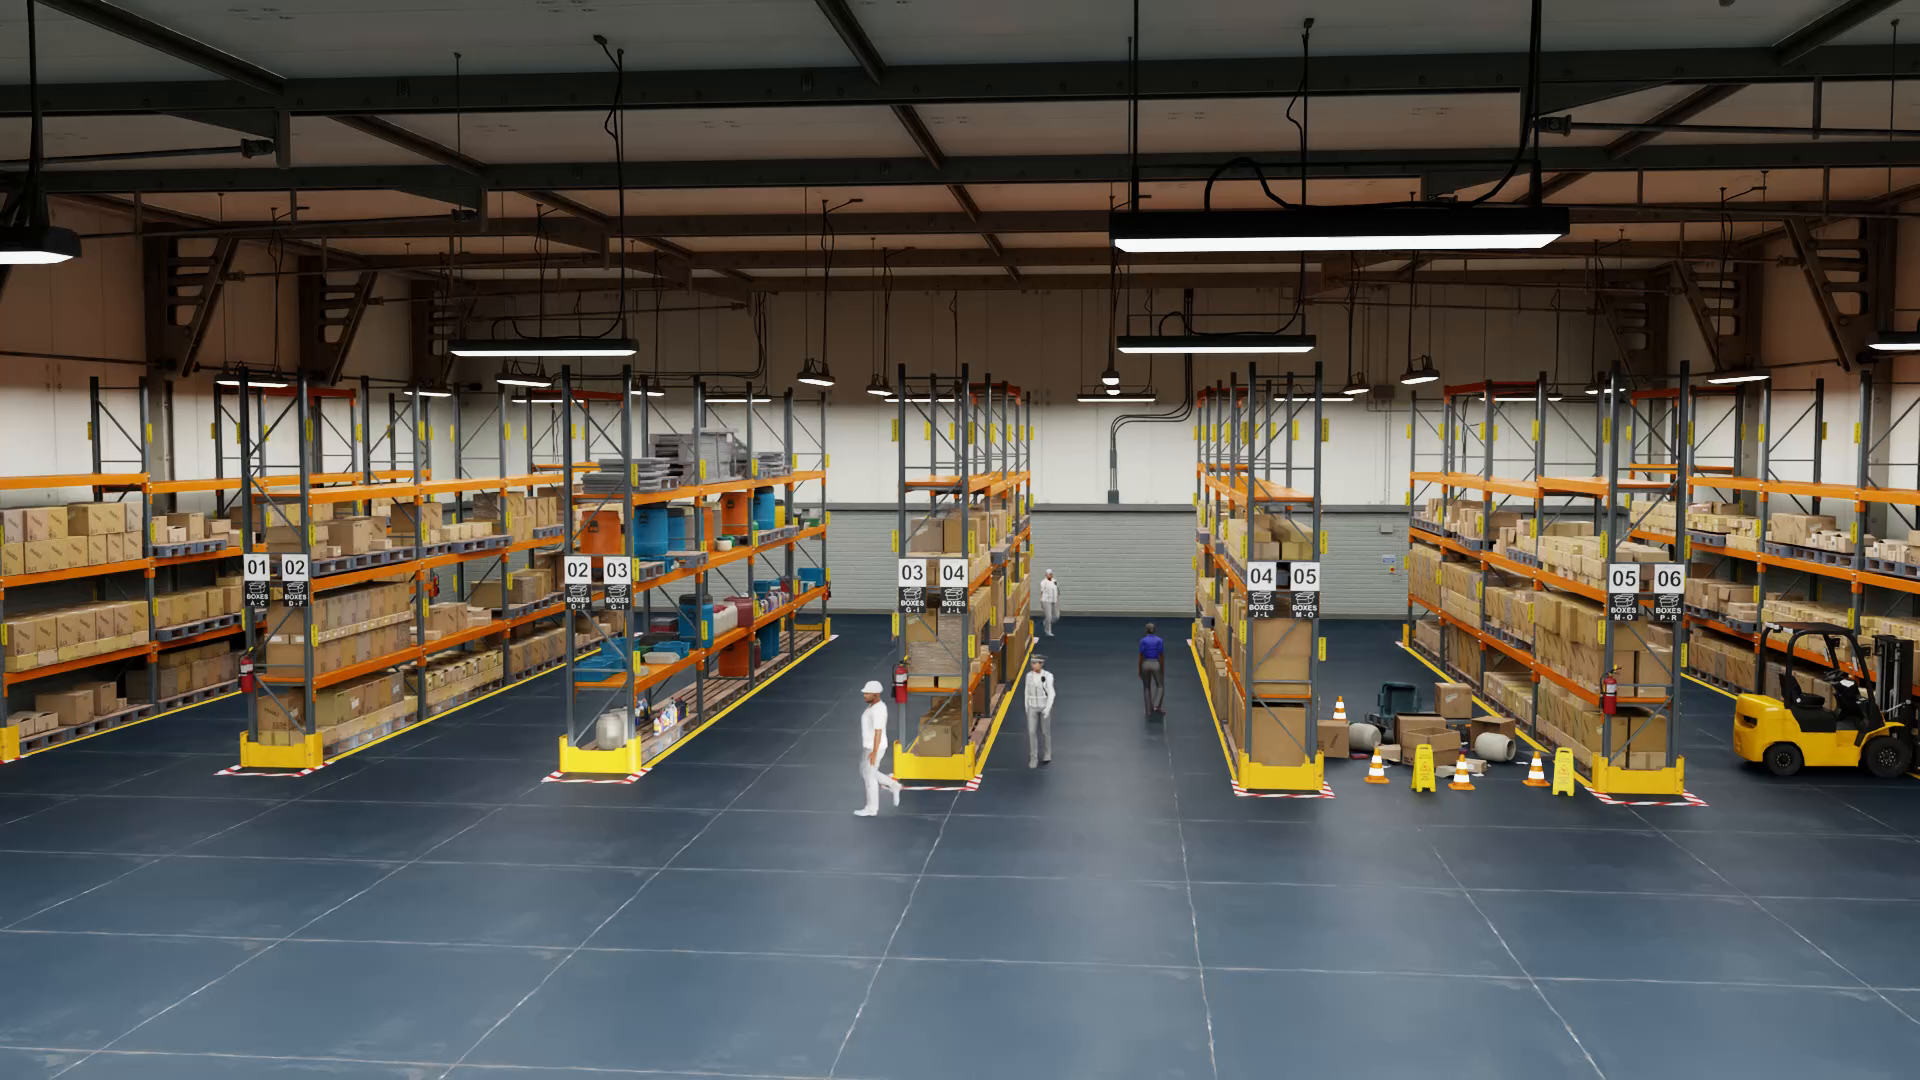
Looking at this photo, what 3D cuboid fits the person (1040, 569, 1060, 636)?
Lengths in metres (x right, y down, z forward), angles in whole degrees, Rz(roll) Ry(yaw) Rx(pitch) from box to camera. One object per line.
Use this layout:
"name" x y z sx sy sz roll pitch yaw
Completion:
"person" 2.186 1.530 40.996 0.482 1.646 0.551 -3 4 -35

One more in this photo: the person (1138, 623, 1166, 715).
"person" 3.406 2.291 29.472 0.500 1.655 0.521 0 4 4

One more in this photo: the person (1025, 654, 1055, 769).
"person" 1.193 2.576 25.143 0.510 1.702 0.731 1 4 17

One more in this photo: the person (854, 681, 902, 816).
"person" -1.076 2.717 21.803 0.647 1.761 0.621 0 4 -5

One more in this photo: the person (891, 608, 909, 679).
"person" -1.127 1.967 34.048 0.565 1.657 1.069 1 4 8
